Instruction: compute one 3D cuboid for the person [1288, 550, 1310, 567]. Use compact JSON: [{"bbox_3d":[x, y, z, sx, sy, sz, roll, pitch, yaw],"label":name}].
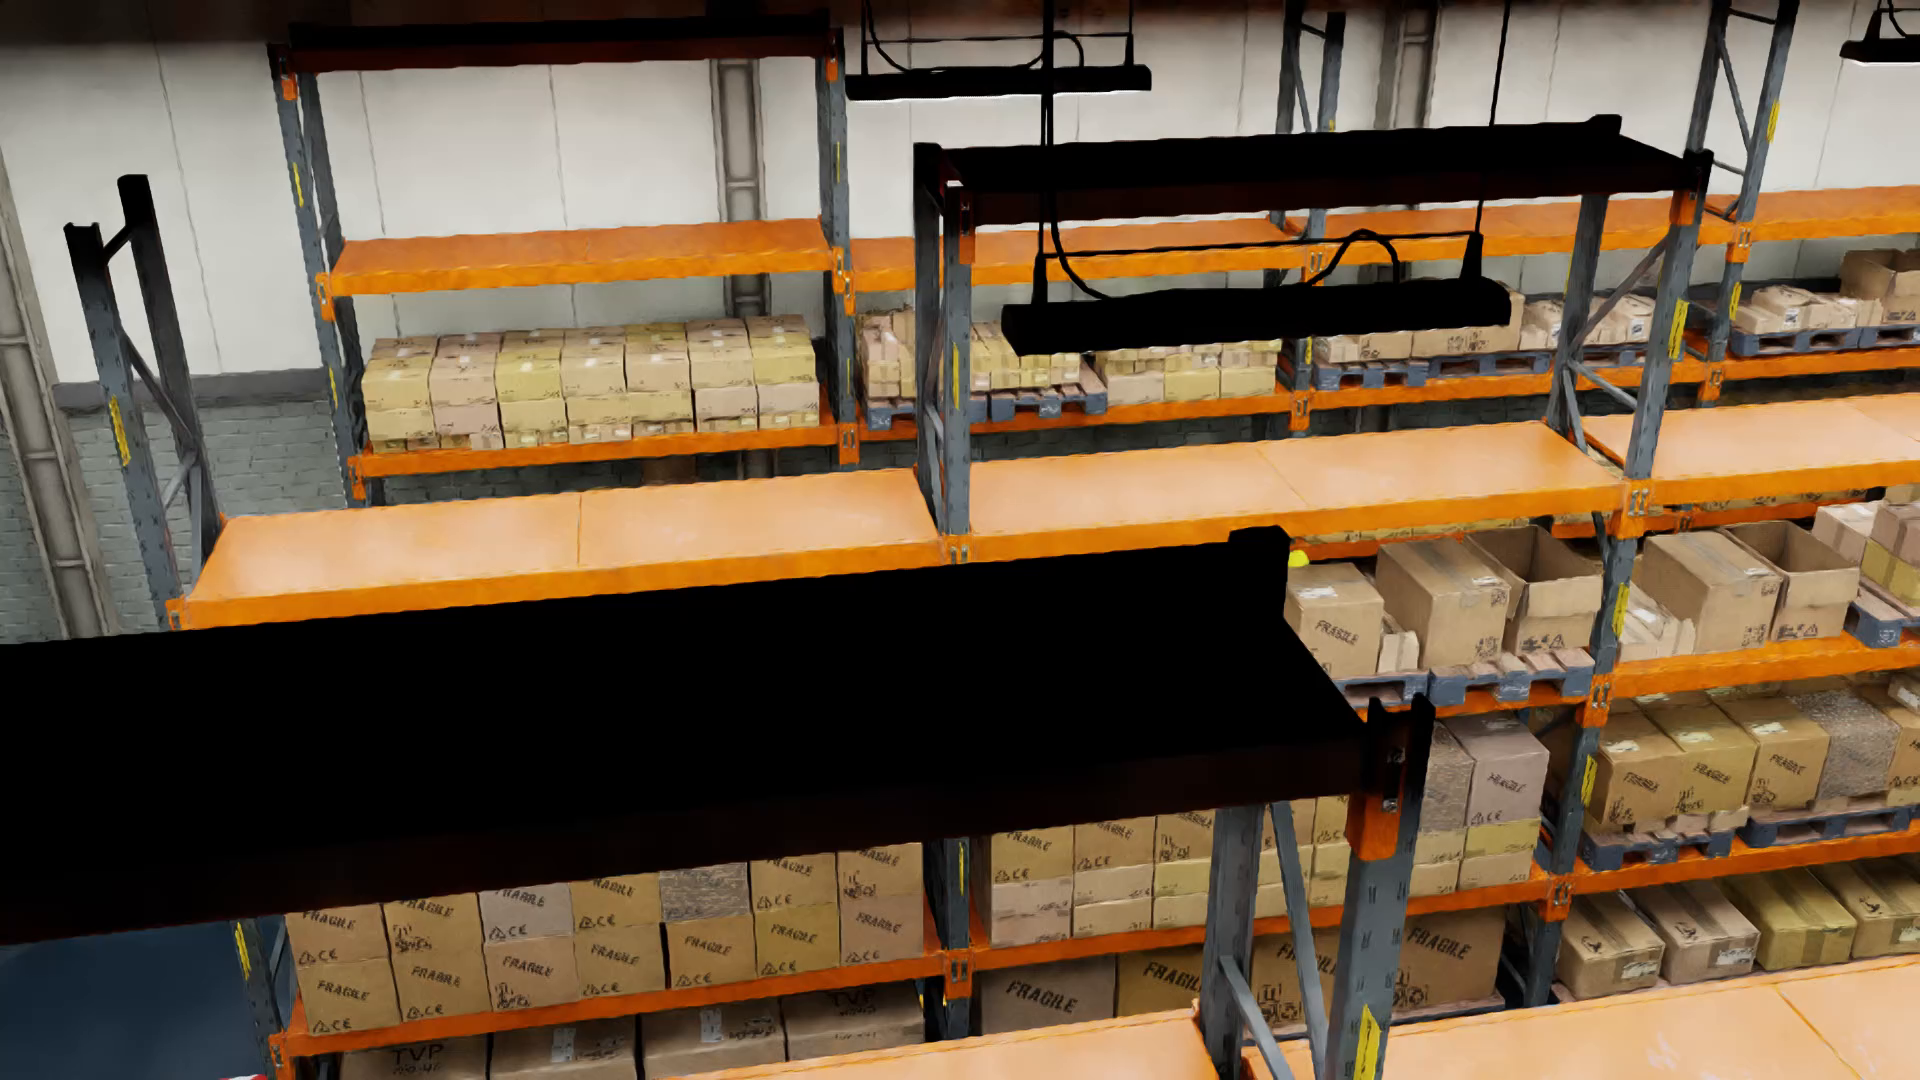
[{"bbox_3d":[2.831,0.904,14.371,0.682,1.763,0.585,5,26,10],"label":"person"}]
